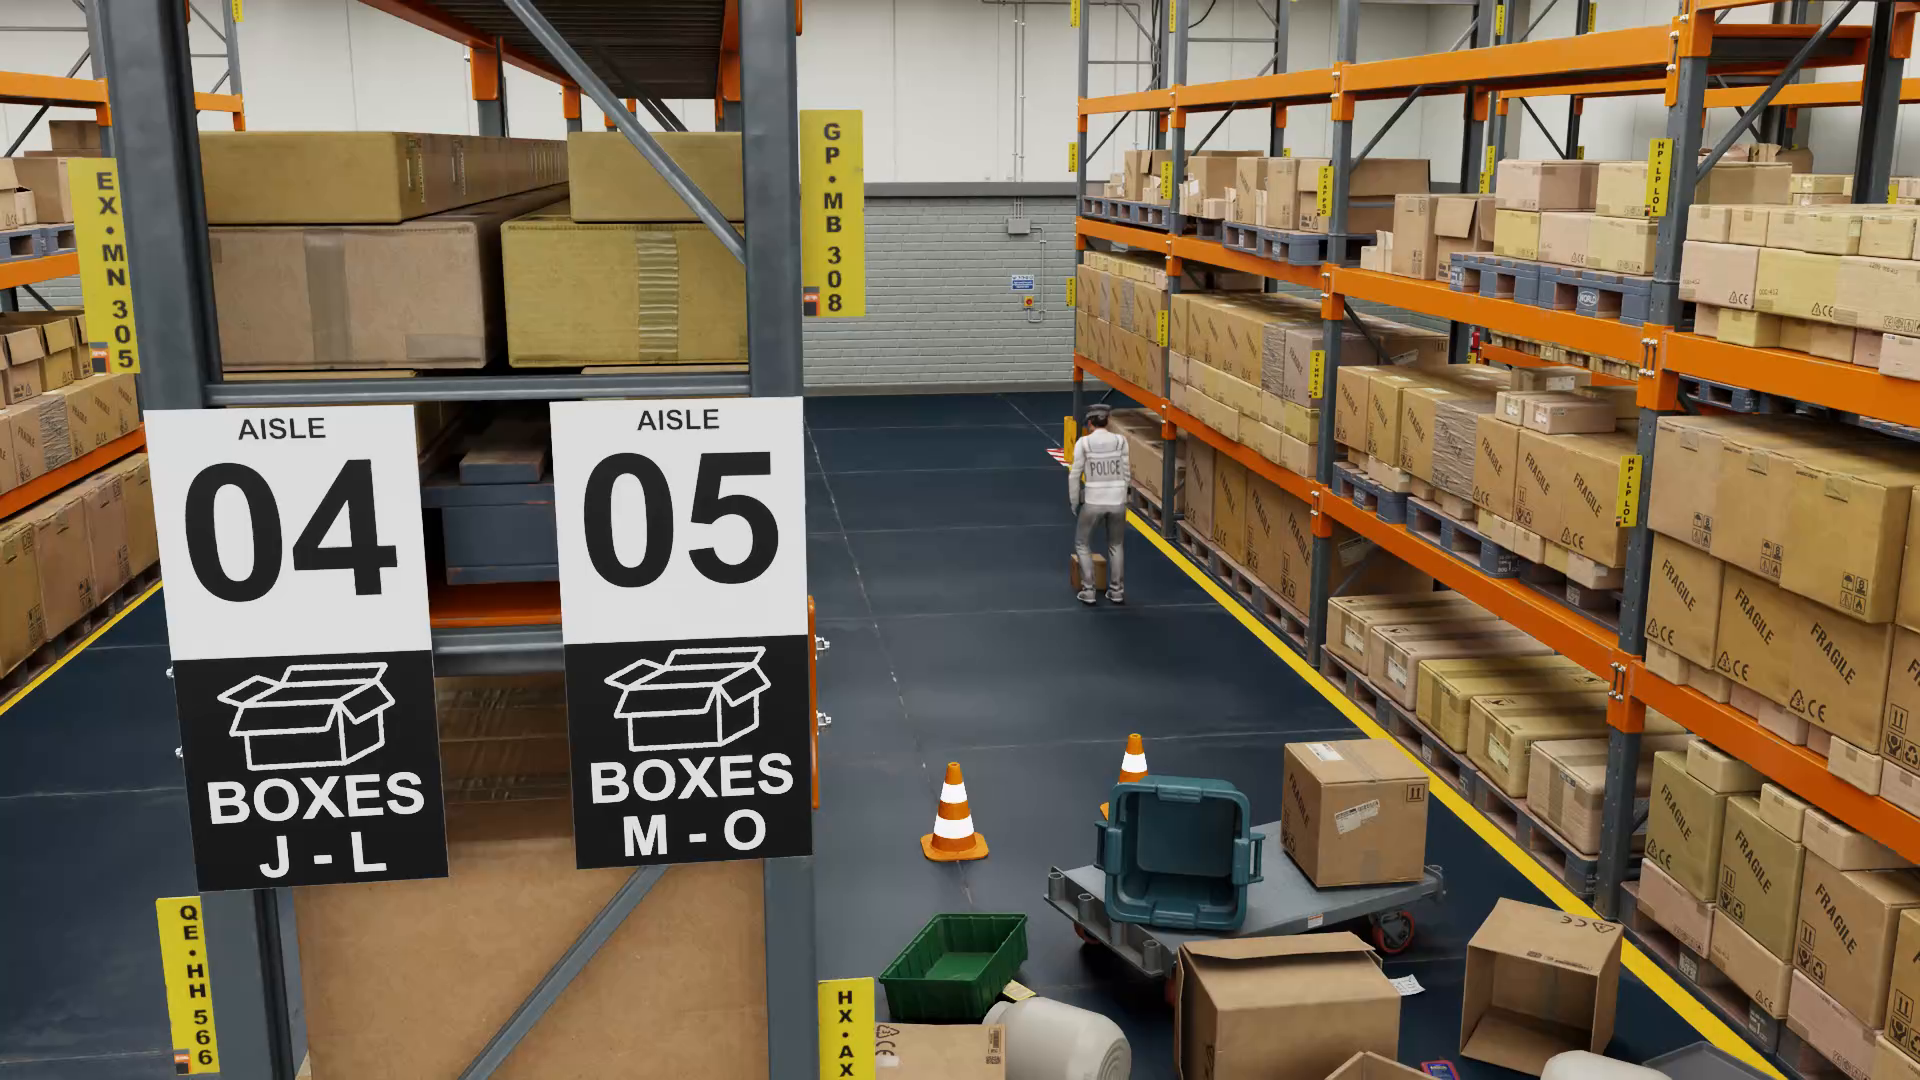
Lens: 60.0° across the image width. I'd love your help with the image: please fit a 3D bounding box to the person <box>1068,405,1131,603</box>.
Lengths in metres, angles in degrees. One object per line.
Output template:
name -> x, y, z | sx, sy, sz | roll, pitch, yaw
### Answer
person -> 1.114, -0.284, 13.359 | 0.508, 1.597, 0.485 | -2, 13, -7
